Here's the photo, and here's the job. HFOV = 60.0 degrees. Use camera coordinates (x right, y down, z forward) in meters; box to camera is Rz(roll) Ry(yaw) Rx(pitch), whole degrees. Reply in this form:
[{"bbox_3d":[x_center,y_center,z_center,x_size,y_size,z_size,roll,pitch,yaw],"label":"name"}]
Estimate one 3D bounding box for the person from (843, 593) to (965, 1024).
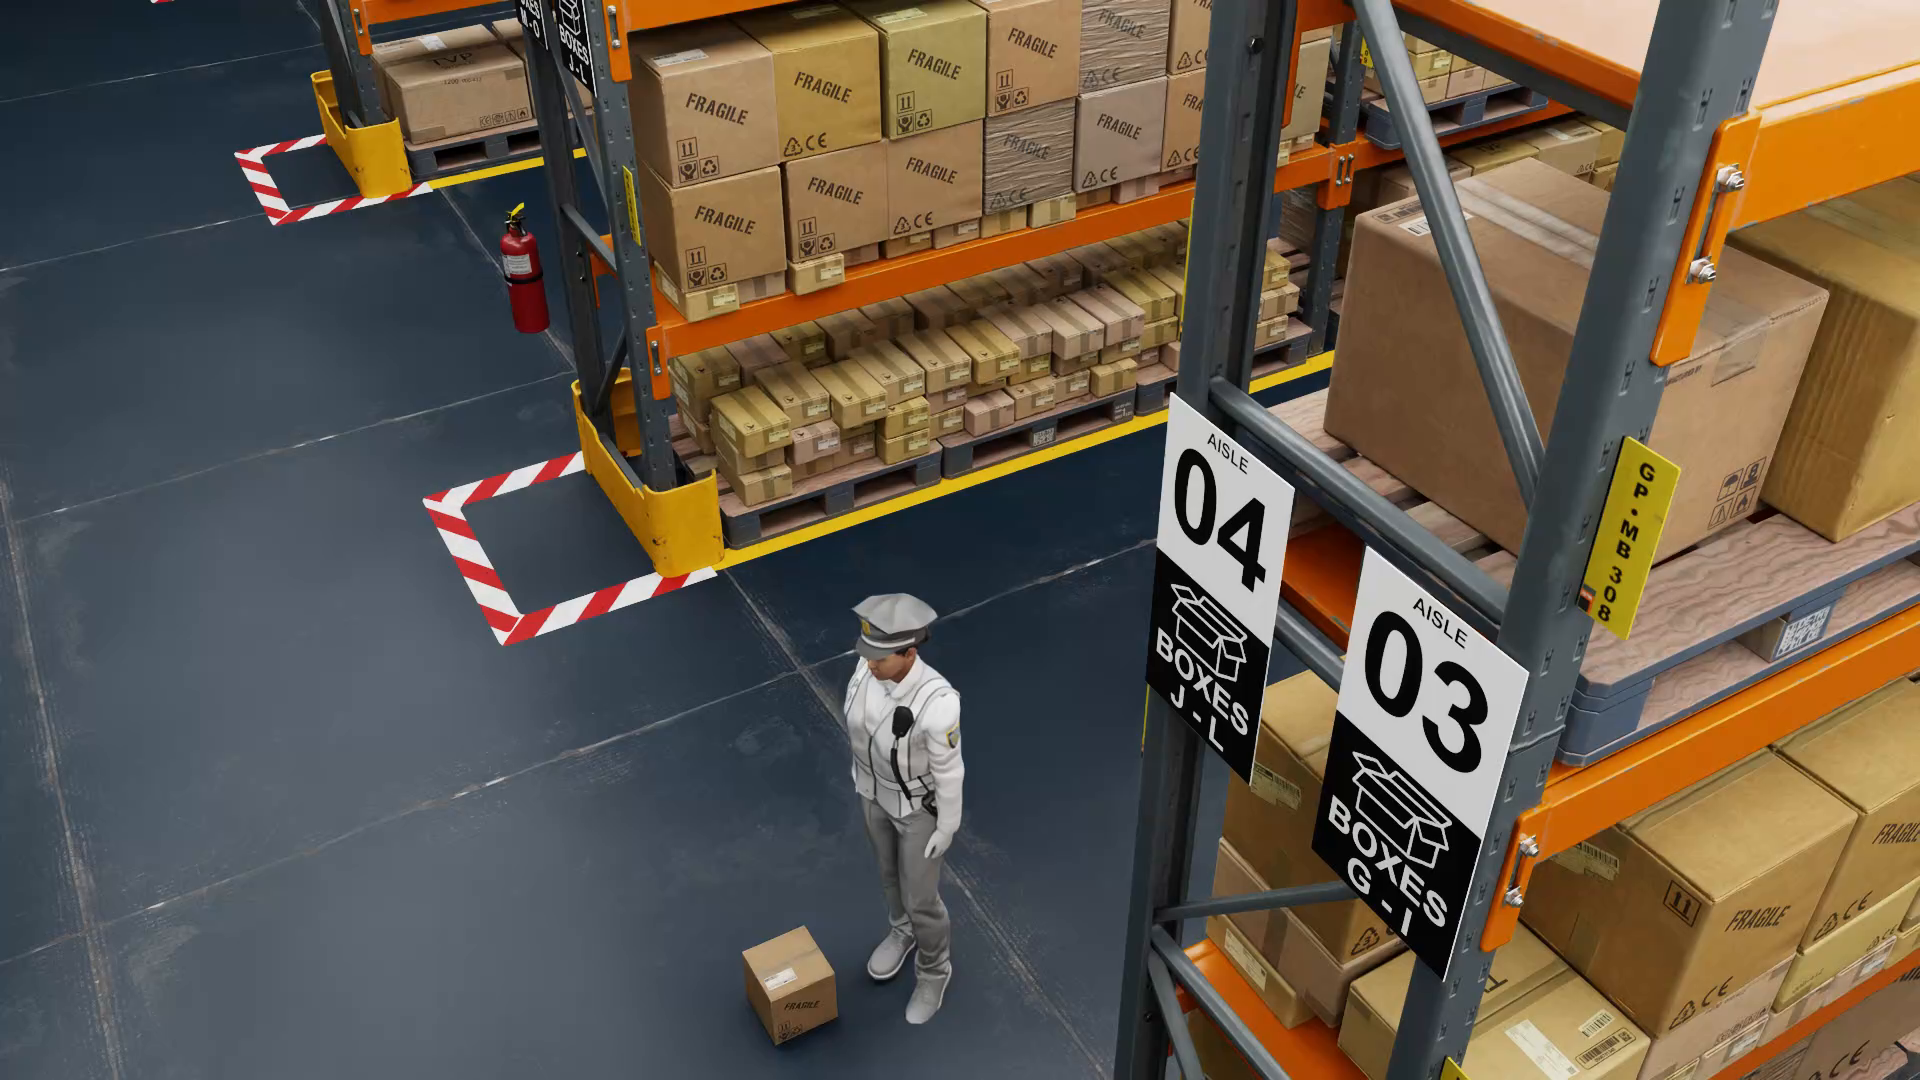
[{"bbox_3d":[-0.211,0.919,5.724,0.520,1.727,0.377,30,46,34],"label":"person"}]
